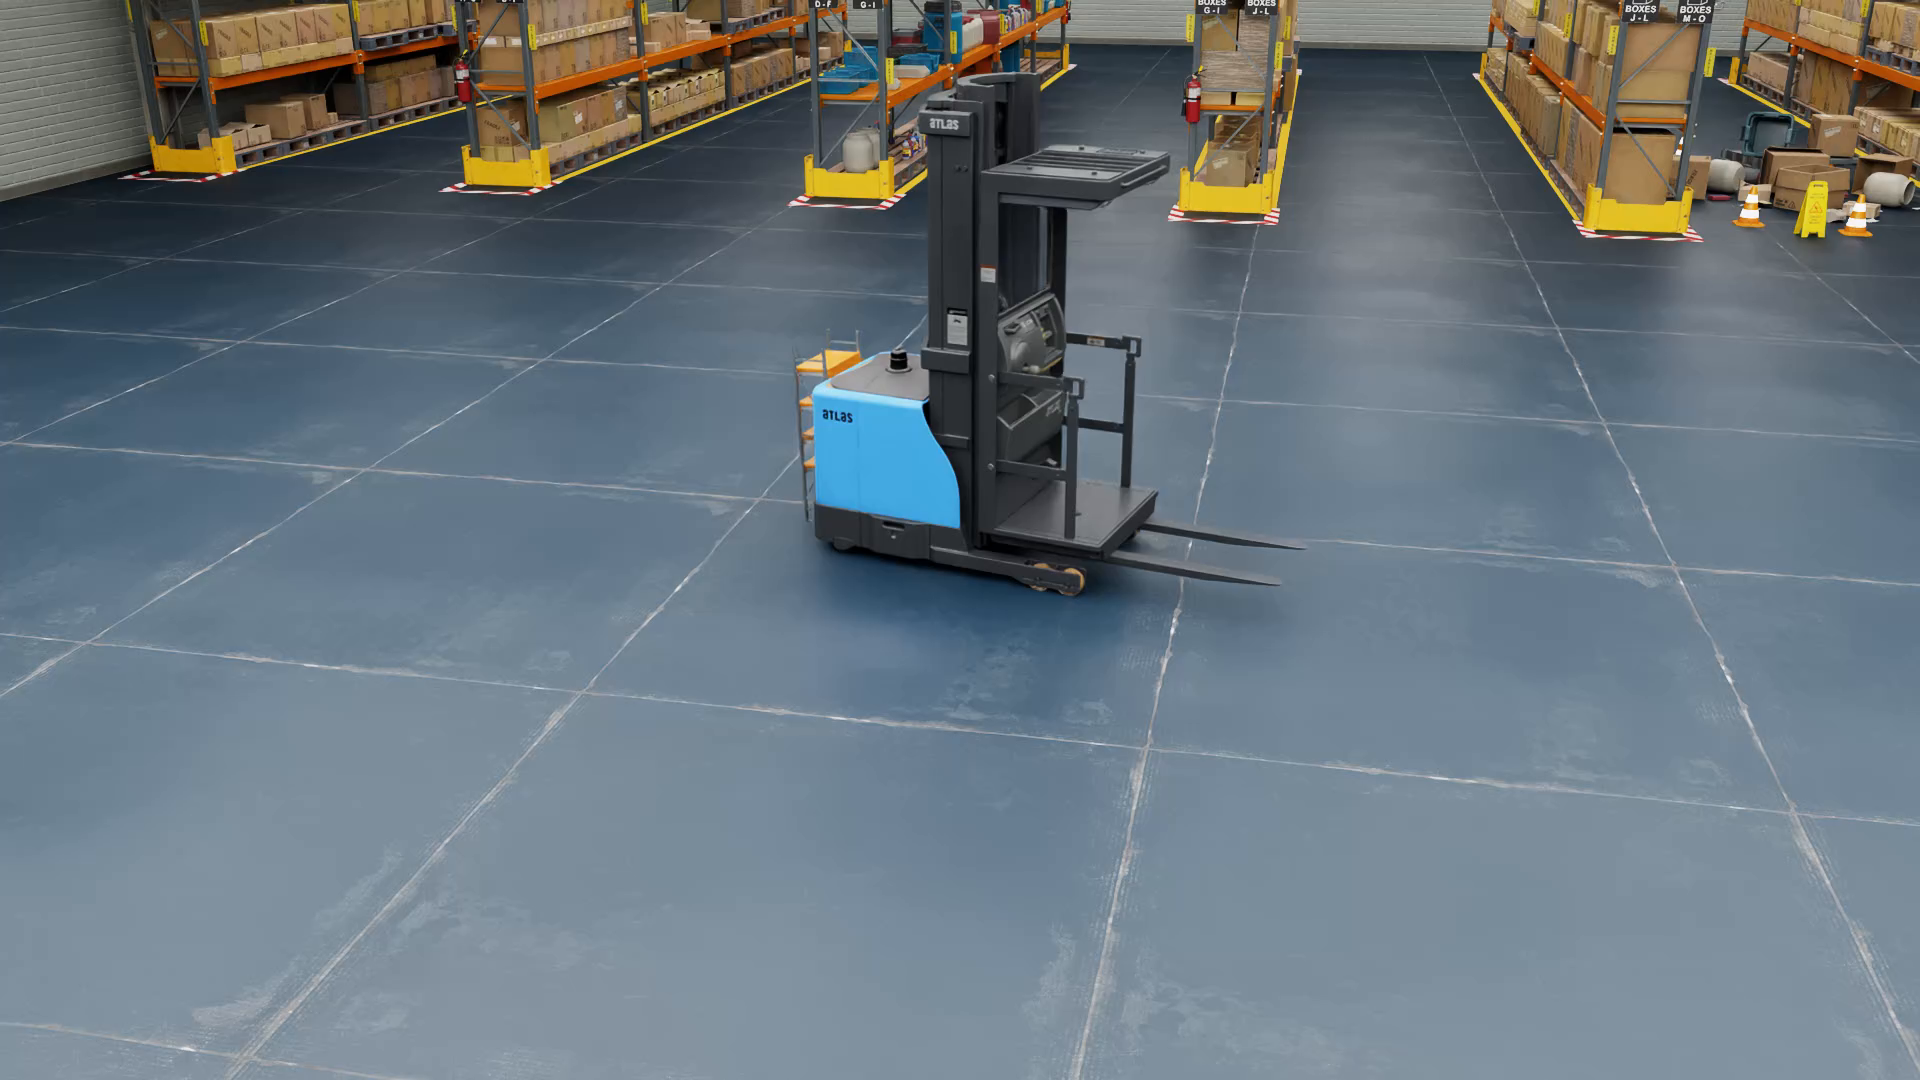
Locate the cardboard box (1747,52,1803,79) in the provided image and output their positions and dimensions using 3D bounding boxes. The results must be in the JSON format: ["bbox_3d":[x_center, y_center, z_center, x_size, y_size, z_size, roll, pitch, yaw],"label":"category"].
[{"bbox_3d":[16.328,-9.471,33.223,0.875,0.438,0.875,4,22,9],"label":"cardboard box"}]

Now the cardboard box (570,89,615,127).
[{"bbox_3d":[-5.575,-6.553,25.224,0.500,0.500,0.500,4,22,11],"label":"cardboard box"}]

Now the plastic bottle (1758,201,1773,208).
[{"bbox_3d":[10.430,-4.369,21.619,0.133,0.061,0.283,-3,22,-8],"label":"plastic bottle"}]

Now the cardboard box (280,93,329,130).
[{"bbox_3d":[-10.506,-6.875,26.667,0.500,0.500,0.500,3,22,7],"label":"cardboard box"}]

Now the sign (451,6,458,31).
[{"bbox_3d":[-6.827,-7.068,22.521,0.100,0.325,0.005,4,22,11],"label":"sign"}]

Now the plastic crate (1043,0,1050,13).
[{"bbox_3d":[1.646,-11.027,34.361,0.416,0.233,0.300,4,22,11],"label":"plastic crate"}]

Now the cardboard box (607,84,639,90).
[{"bbox_3d":[-5.581,-7.377,27.524,0.500,0.311,0.500,5,22,12],"label":"cardboard box"}]

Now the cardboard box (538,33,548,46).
[{"bbox_3d":[-5.957,-6.945,23.082,0.380,0.149,0.250,4,22,10],"label":"cardboard box"}]

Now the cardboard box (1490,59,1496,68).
[{"bbox_3d":[10.907,-9.615,33.568,0.380,0.149,0.250,5,23,13],"label":"cardboard box"}]

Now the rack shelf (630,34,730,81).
[{"bbox_3d":[-5.075,-8.235,28.249,1.077,0.370,4.000,4,22,11],"label":"rack shelf"}]

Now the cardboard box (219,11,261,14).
[{"bbox_3d":[-10.945,-7.784,25.335,0.500,0.500,0.500,5,22,12],"label":"cardboard box"}]

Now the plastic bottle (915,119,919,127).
[{"bbox_3d":[-0.625,-6.187,25.158,0.144,0.351,0.185,4,22,11],"label":"plastic bottle"}]

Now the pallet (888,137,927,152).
[{"bbox_3d":[-0.812,-5.922,25.276,1.003,0.211,1.213,4,22,11],"label":"pallet"}]

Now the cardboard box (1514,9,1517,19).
[{"bbox_3d":[9.834,-9.127,28.875,0.380,0.149,0.250,4,22,10],"label":"cardboard box"}]

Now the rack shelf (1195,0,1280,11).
[{"bbox_3d":[3.806,-7.407,22.178,1.077,0.370,4.000,4,22,11],"label":"rack shelf"}]

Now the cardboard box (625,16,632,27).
[{"bbox_3d":[-5.328,-8.069,25.871,0.380,0.149,0.250,4,22,11],"label":"cardboard box"}]

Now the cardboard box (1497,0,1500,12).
[{"bbox_3d":[10.939,-10.720,32.923,0.500,0.500,0.500,5,22,12],"label":"cardboard box"}]

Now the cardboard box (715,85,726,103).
[{"bbox_3d":[-4.535,-8.008,29.842,0.500,0.250,0.500,5,22,12],"label":"cardboard box"}]

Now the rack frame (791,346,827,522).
[{"bbox_3d":[-0.951,-0.677,10.911,0.240,1.200,0.015,6,23,22],"label":"rack frame"}]

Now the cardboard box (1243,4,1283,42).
[{"bbox_3d":[3.886,-6.629,21.427,0.500,0.500,0.500,4,22,11],"label":"cardboard box"}]

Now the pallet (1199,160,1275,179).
[{"bbox_3d":[3.865,-5.091,23.213,1.003,0.211,1.213,4,22,11],"label":"pallet"}]

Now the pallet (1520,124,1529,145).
[{"bbox_3d":[9.631,-6.552,26.841,1.003,0.211,1.213,4,22,11],"label":"pallet"}]

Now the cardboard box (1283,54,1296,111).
[{"bbox_3d":[5.192,-8.004,28.993,1.225,0.875,0.875,3,22,8],"label":"cardboard box"}]

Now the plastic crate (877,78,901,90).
[{"bbox_3d":[-0.953,-6.176,22.526,0.298,0.136,0.250,4,22,11],"label":"plastic crate"}]

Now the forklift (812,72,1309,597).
[{"bbox_3d":[0.622,-1.245,10.021,3.031,2.935,1.130,10,24,23],"label":"forklift"}]

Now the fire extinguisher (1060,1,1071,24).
[{"bbox_3d":[2.290,-11.659,36.389,0.296,0.674,0.183,4,22,11],"label":"fire extinguisher"}]

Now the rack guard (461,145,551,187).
[{"bbox_3d":[-6.304,-5.206,23.111,1.175,0.500,0.348,4,22,11],"label":"rack guard"}]

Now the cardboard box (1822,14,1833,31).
[{"bbox_3d":[14.873,-8.714,28.005,0.500,0.250,0.500,4,22,9],"label":"cardboard box"}]

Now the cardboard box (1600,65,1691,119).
[{"bbox_3d":[8.265,-5.412,20.074,0.875,0.550,0.550,4,22,11],"label":"cardboard box"}]

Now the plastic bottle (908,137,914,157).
[{"bbox_3d":[-0.711,-5.660,23.940,0.061,0.283,0.133,5,22,12],"label":"plastic bottle"}]

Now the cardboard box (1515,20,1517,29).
[{"bbox_3d":[9.783,-8.891,28.689,0.380,0.149,0.250,5,23,13],"label":"cardboard box"}]

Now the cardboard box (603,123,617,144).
[{"bbox_3d":[-5.563,-6.204,25.362,0.500,0.250,0.500,4,22,11],"label":"cardboard box"}]

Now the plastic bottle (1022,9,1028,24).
[{"bbox_3d":[1.234,-10.158,32.226,0.152,0.276,0.135,4,22,11],"label":"plastic bottle"}]

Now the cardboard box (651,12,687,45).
[{"bbox_3d":[-4.993,-8.732,28.385,0.500,0.500,0.500,3,22,8],"label":"cardboard box"}]

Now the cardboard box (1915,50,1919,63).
[{"bbox_3d":[13.888,-6.898,23.741,0.380,0.149,0.250,5,22,11],"label":"cardboard box"}]

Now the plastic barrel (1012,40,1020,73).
[{"bbox_3d":[0.870,-9.408,32.445,0.600,0.901,0.708,4,22,11],"label":"plastic barrel"}]

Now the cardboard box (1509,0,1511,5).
[{"bbox_3d":[10.045,-9.641,29.754,0.380,0.149,0.250,5,22,11],"label":"cardboard box"}]

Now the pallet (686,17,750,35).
[{"bbox_3d":[-4.597,-9.464,30.595,1.213,0.211,1.003,4,22,11],"label":"pallet"}]

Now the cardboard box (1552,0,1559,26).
[{"bbox_3d":[9.662,-8.290,25.951,0.700,0.500,0.500,4,22,10],"label":"cardboard box"}]

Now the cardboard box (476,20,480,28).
[{"bbox_3d":[-9.223,-9.672,31.163,0.380,0.149,0.250,4,22,10],"label":"cardboard box"}]

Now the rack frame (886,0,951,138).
[{"bbox_3d":[-0.634,-7.458,25.357,1.000,3.000,0.127,4,22,11],"label":"rack frame"}]

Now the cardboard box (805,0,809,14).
[{"bbox_3d":[-3.378,-11.163,34.421,0.500,0.500,0.500,5,22,12],"label":"cardboard box"}]

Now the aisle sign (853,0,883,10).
[{"bbox_3d":[-1.178,-7.153,21.118,0.394,0.787,0.004,4,22,11],"label":"aisle sign"}]

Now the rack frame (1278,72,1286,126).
[{"bbox_3d":[5.031,-8.544,28.052,1.000,3.000,0.127,4,22,11],"label":"rack frame"}]

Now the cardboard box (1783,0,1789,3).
[{"bbox_3d":[15.486,-10.140,30.543,0.500,0.500,0.500,4,22,10],"label":"cardboard box"}]

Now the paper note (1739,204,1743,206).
[{"bbox_3d":[10.195,-4.366,21.680,0.032,0.001,0.123,18,28,38],"label":"paper note"}]

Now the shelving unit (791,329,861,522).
[{"bbox_3d":[-0.856,-0.760,11.119,0.258,1.200,0.503,6,23,22],"label":"shelving unit"}]

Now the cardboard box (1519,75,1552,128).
[{"bbox_3d":[9.653,-7.064,26.827,1.050,0.750,0.750,4,22,10],"label":"cardboard box"}]

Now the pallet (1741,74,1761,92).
[{"bbox_3d":[16.278,-9.122,33.221,1.003,0.211,1.213,4,22,11],"label":"pallet"}]

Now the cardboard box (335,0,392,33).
[{"bbox_3d":[-10.075,-8.851,28.093,0.700,0.500,0.500,7,23,16],"label":"cardboard box"}]

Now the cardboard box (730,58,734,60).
[{"bbox_3d":[-4.600,-8.894,31.679,0.500,0.500,0.500,4,22,9],"label":"cardboard box"}]

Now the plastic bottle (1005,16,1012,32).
[{"bbox_3d":[0.870,-9.504,30.604,0.152,0.276,0.135,4,22,11],"label":"plastic bottle"}]

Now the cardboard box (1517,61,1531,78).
[{"bbox_3d":[9.960,-8.152,28.860,0.500,0.250,0.500,5,22,12],"label":"cardboard box"}]

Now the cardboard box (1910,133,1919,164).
[{"bbox_3d":[14.021,-5.493,23.433,0.950,0.372,0.625,5,22,12],"label":"cardboard box"}]

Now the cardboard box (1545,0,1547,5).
[{"bbox_3d":[10.737,-9.686,29.865,0.380,0.149,0.250,4,22,9],"label":"cardboard box"}]
